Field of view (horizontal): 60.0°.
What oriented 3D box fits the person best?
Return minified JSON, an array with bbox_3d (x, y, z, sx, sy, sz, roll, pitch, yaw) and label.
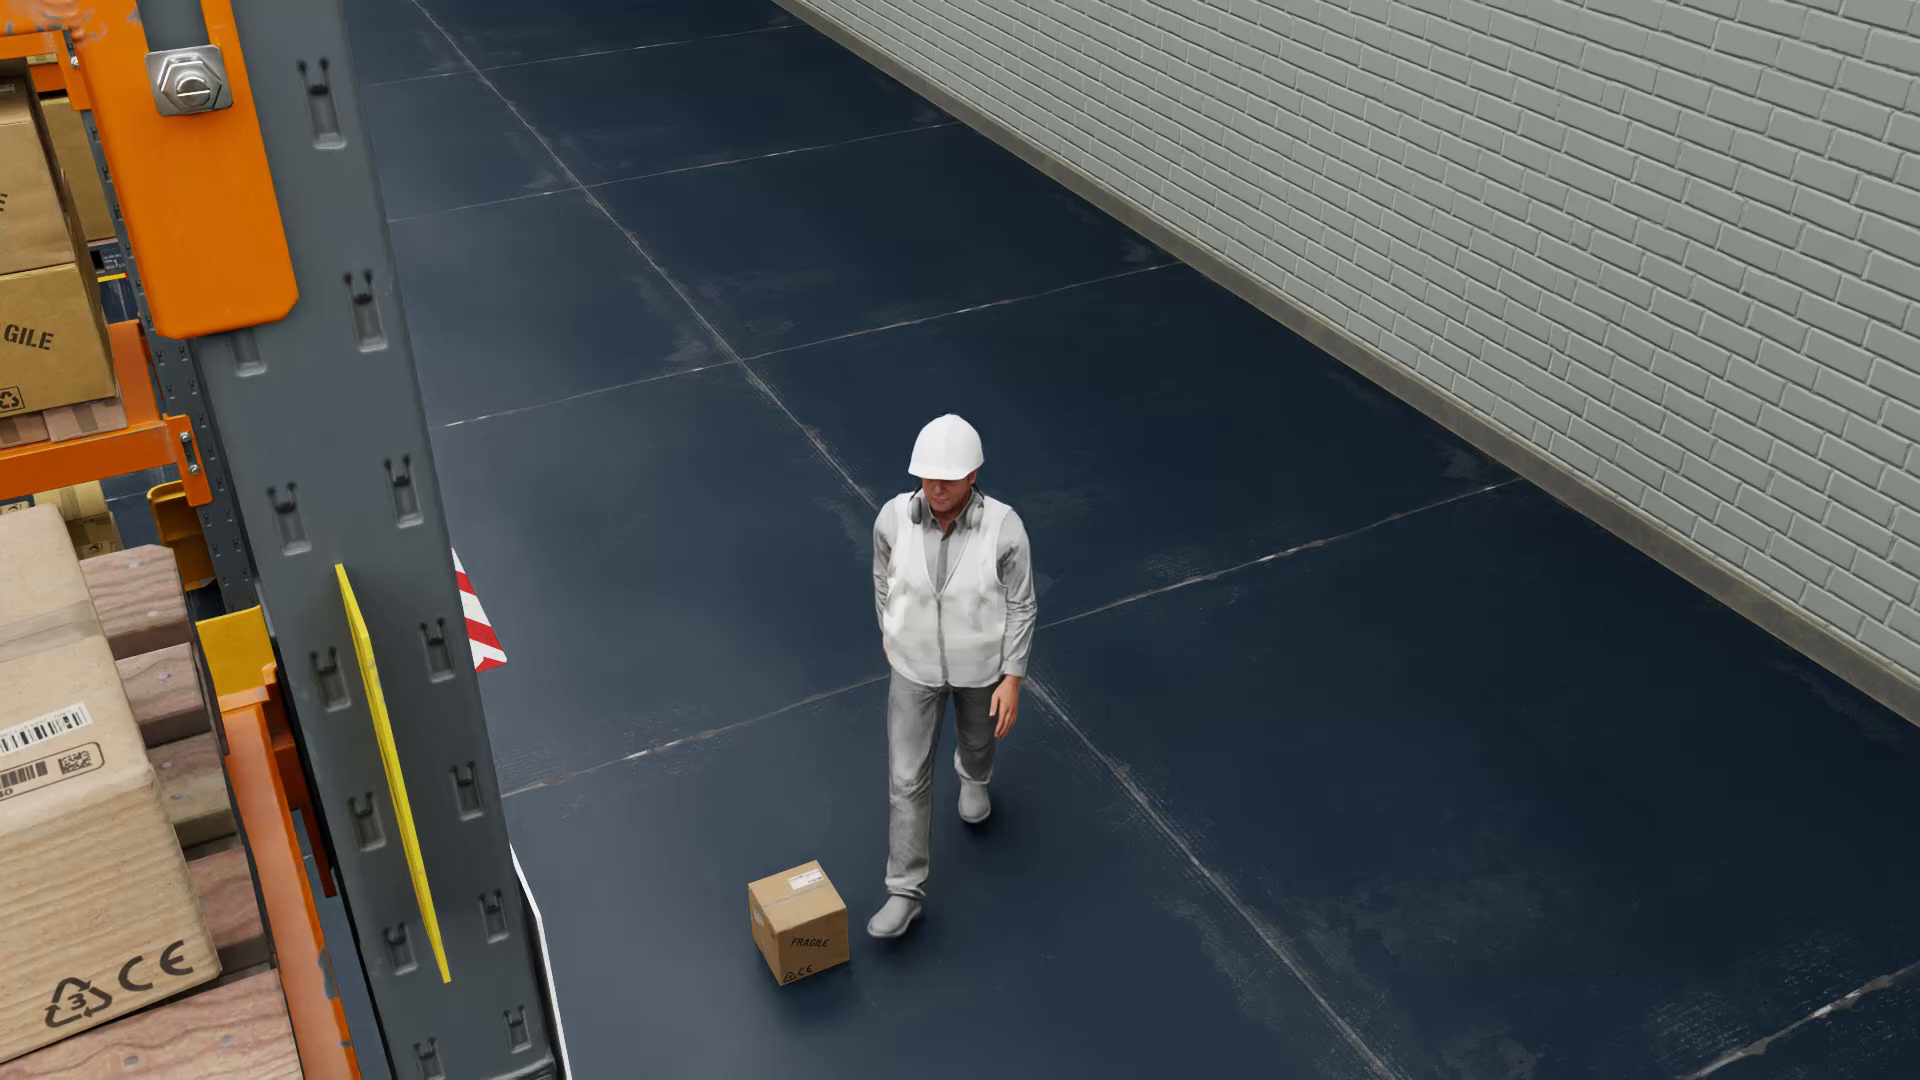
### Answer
[{"bbox_3d":[-0.032,0.426,5.448,0.553,1.722,0.983,3,33,4],"label":"person"}]
